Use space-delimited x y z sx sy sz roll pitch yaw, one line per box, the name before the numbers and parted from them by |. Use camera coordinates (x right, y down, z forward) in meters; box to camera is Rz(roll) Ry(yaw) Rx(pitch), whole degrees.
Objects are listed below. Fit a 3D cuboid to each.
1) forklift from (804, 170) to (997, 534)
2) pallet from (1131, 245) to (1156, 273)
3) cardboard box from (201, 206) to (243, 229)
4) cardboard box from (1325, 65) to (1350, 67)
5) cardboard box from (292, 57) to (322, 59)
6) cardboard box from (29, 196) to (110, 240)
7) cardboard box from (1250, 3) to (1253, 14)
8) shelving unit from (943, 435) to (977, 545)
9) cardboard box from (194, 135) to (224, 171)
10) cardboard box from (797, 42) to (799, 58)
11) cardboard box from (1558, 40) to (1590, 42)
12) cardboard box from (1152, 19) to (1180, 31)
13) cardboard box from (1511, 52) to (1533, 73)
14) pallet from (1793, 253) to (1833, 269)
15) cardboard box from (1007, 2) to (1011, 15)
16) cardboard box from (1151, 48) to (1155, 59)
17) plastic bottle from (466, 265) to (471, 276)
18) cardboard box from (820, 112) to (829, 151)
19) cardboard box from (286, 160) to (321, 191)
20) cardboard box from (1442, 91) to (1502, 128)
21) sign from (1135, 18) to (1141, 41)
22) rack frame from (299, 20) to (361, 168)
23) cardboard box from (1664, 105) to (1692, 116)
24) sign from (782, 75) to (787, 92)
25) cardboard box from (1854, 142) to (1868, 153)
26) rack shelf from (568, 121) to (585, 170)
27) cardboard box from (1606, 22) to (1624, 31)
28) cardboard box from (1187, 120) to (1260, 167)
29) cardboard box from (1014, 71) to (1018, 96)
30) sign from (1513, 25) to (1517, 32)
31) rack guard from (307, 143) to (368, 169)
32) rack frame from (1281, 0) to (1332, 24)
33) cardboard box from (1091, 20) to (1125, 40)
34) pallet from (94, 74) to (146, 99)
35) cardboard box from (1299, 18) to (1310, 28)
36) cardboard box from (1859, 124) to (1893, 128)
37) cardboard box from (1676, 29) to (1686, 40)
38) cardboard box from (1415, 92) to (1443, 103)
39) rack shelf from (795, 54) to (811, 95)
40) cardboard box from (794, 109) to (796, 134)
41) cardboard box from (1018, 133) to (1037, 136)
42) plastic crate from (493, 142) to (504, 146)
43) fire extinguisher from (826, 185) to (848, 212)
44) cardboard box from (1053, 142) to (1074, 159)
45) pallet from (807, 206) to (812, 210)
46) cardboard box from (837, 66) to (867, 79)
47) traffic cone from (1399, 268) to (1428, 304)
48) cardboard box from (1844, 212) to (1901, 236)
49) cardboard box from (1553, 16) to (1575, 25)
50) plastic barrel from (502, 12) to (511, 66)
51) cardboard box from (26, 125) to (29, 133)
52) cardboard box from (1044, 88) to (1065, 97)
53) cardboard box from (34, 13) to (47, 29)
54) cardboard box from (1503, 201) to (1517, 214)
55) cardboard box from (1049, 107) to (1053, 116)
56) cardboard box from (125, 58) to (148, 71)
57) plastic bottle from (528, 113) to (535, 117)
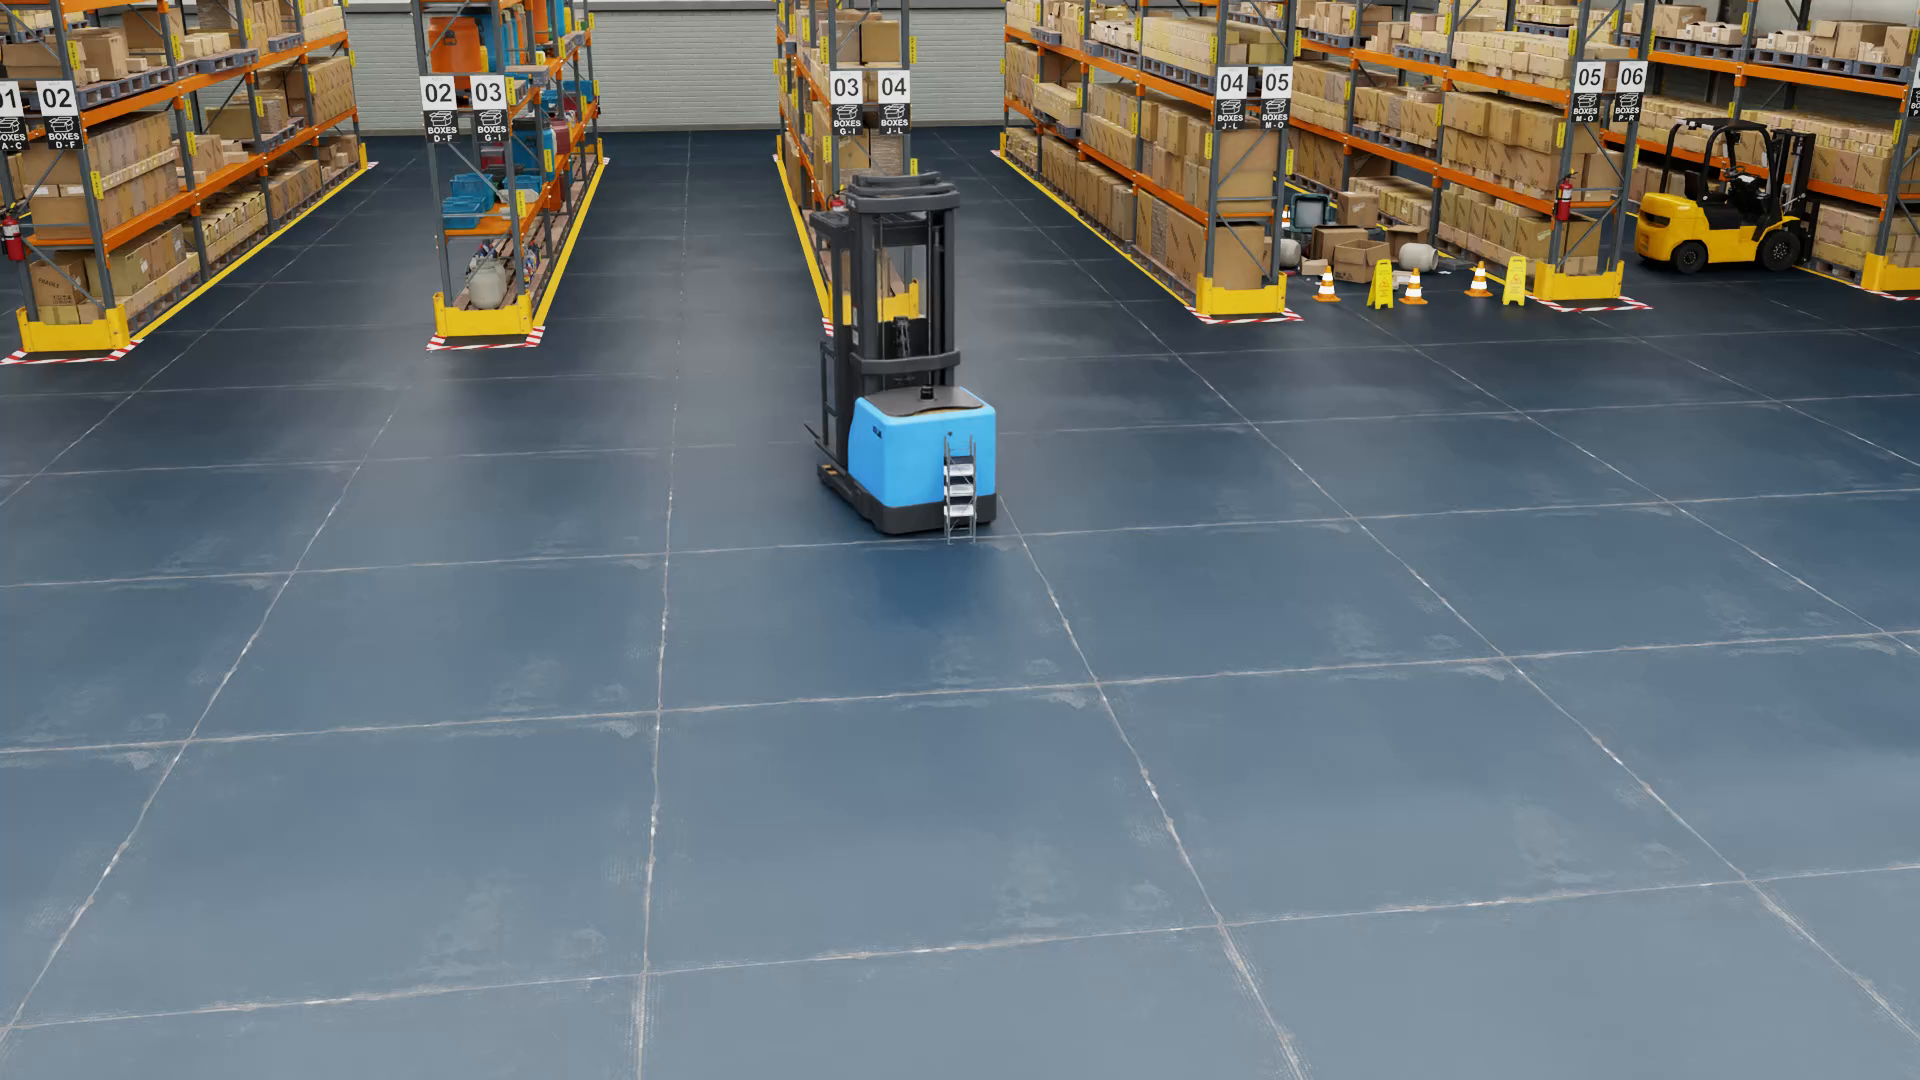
forklift | -0.697 -1.905 15.128 1.130 2.935 3.031 -8 22 -20
pallet | 3.244 -4.327 25.500 1.003 0.211 1.213 -3 21 -8
cardboard box | -11.550 -5.046 25.969 0.500 0.311 0.500 -2 21 -6
cardboard box | 7.391 -8.973 32.382 0.500 0.500 0.500 -2 21 -6
cardboard box | -13.441 -9.690 34.302 0.500 0.500 0.500 -2 21 -6
cardboard box | -10.992 -4.011 20.526 0.700 0.500 0.500 -3 21 -8
cardboard box | 6.532 -11.426 35.619 0.500 0.311 0.500 -3 21 -7
shelving unit | -0.001 -0.424 14.066 0.258 0.900 0.210 -3 21 -8
cardboard box | -11.833 -6.039 25.955 0.500 0.500 0.500 -4 21 -11
cardboard box | -2.472 -8.230 27.891 0.500 0.250 0.500 -3 21 -7
cardboard box | 8.746 -7.037 23.703 0.380 0.149 0.250 -2 21 -6
cardboard box | 3.002 -7.486 24.162 0.380 0.149 0.250 -3 21 -8
cardboard box | 8.181 -6.792 23.616 0.500 0.250 0.500 -2 21 -6
pallet | 13.259 -4.430 25.775 1.003 0.211 1.213 -3 21 -8
cardboard box | 1.290 -11.456 35.814 0.500 0.250 0.500 -3 21 -7
cardboard box | 3.002 -7.113 24.301 0.380 0.149 0.250 -3 21 -8
plastic bottle | -6.769 -3.638 22.922 0.061 0.283 0.133 -2 21 -6
cardboard box | -1.670 -5.653 23.067 0.500 0.500 0.500 -3 21 -8
cardboard box | -12.313 -6.836 31.175 0.500 0.500 0.500 -3 21 -8
cardboard box | 7.944 -6.677 25.808 0.700 0.500 0.500 -3 21 -8
sign | 2.676 -7.665 24.975 0.100 0.325 0.005 -3 21 -8
rack frame | -13.244 -9.342 34.941 1.000 3.000 0.127 -3 21 -8
cardboard box | 12.409 -7.424 28.735 0.380 0.149 0.250 -3 21 -9
sign | -3.413 -8.869 32.326 0.100 0.325 0.005 -3 21 -8
cardboard box | 13.213 -5.689 24.090 0.380 0.149 0.250 -3 21 -7
rack shelf | -7.477 -7.176 30.171 1.077 0.370 4.000 -3 21 -8
cardboard box | 12.141 -9.454 30.599 0.380 0.149 0.250 -2 21 -7
cardboard box | 3.603 -5.408 22.651 0.875 0.550 0.550 -3 21 -8
cardboard box | 1.434 -9.718 35.380 0.500 0.500 0.500 -3 21 -7
sign | 8.631 -7.863 25.955 0.100 0.325 0.005 -3 21 -8
rack guard | -13.233 -8.145 35.308 1.175 0.500 0.348 -3 21 -8
rack frame | 6.942 -11.766 32.856 1.000 3.000 0.127 -3 21 -8
cardboard box | 2.522 -8.631 28.135 0.500 0.311 0.500 -3 21 -8
pallet | -11.193 -5.835 21.392 1.003 0.211 1.213 -3 21 -8
cardboard box | 6.778 -9.992 32.128 0.380 0.166 0.250 -4 21 -11
cardboard box | 13.666 -6.124 24.832 0.380 0.149 0.250 -3 21 -9
cardboard box | 12.437 -8.600 28.285 0.380 0.149 0.250 -3 21 -8
cardboard box | 7.693 -7.259 27.268 0.380 0.149 0.250 -4 21 -9
rack shelf | -1.999 -7.446 26.607 1.077 0.370 4.000 -3 21 -8
cardboard box | -2.748 -7.628 30.210 0.500 0.500 0.500 -4 21 -10
cardboard box | 1.438 -8.636 35.674 0.380 0.149 0.250 -2 21 -6
plastic crate | -7.259 -6.276 26.640 0.402 0.464 0.583 -3 21 -8
fire extinguisher | -1.574 -4.201 21.289 0.296 0.674 0.183 -3 21 -8
cardboard box | 2.052 -7.417 31.689 0.500 0.250 0.500 -2 21 -6
pallet | -2.327 -6.041 30.089 1.003 0.211 1.213 -3 21 -8
cardboard box | -1.405 -5.999 21.348 0.380 0.149 0.250 -4 21 -10
traffic cone | 6.284 -3.522 22.985 0.336 0.463 0.334 -3 21 -8
cardboard box | 13.208 -4.573 24.073 0.500 0.250 0.500 -2 21 -6
cardboard box | 11.750 -10.083 32.256 0.380 0.149 0.250 -2 21 -7
plastic barrel | -6.900 -7.241 24.312 0.600 0.901 0.708 -3 21 -8
cardboard box | -17.240 -7.495 30.326 0.380 0.149 0.250 -3 21 -7
cardboard box | 1.812 -8.508 31.618 0.380 0.149 0.250 -3 21 -8
cardboard box | -17.467 -9.714 31.122 0.500 0.250 0.500 -3 21 -9
cardboard box | 8.146 -4.839 24.217 0.380 0.149 0.250 -3 21 -7
cardboard box | 1.887 -8.051 31.243 0.380 0.149 0.250 -4 21 -10
cardboard box | -11.070 -6.333 22.157 0.380 0.149 0.250 -3 21 -8
plastic bottle | -8.023 -7.841 31.101 0.152 0.276 0.135 -3 21 -8
